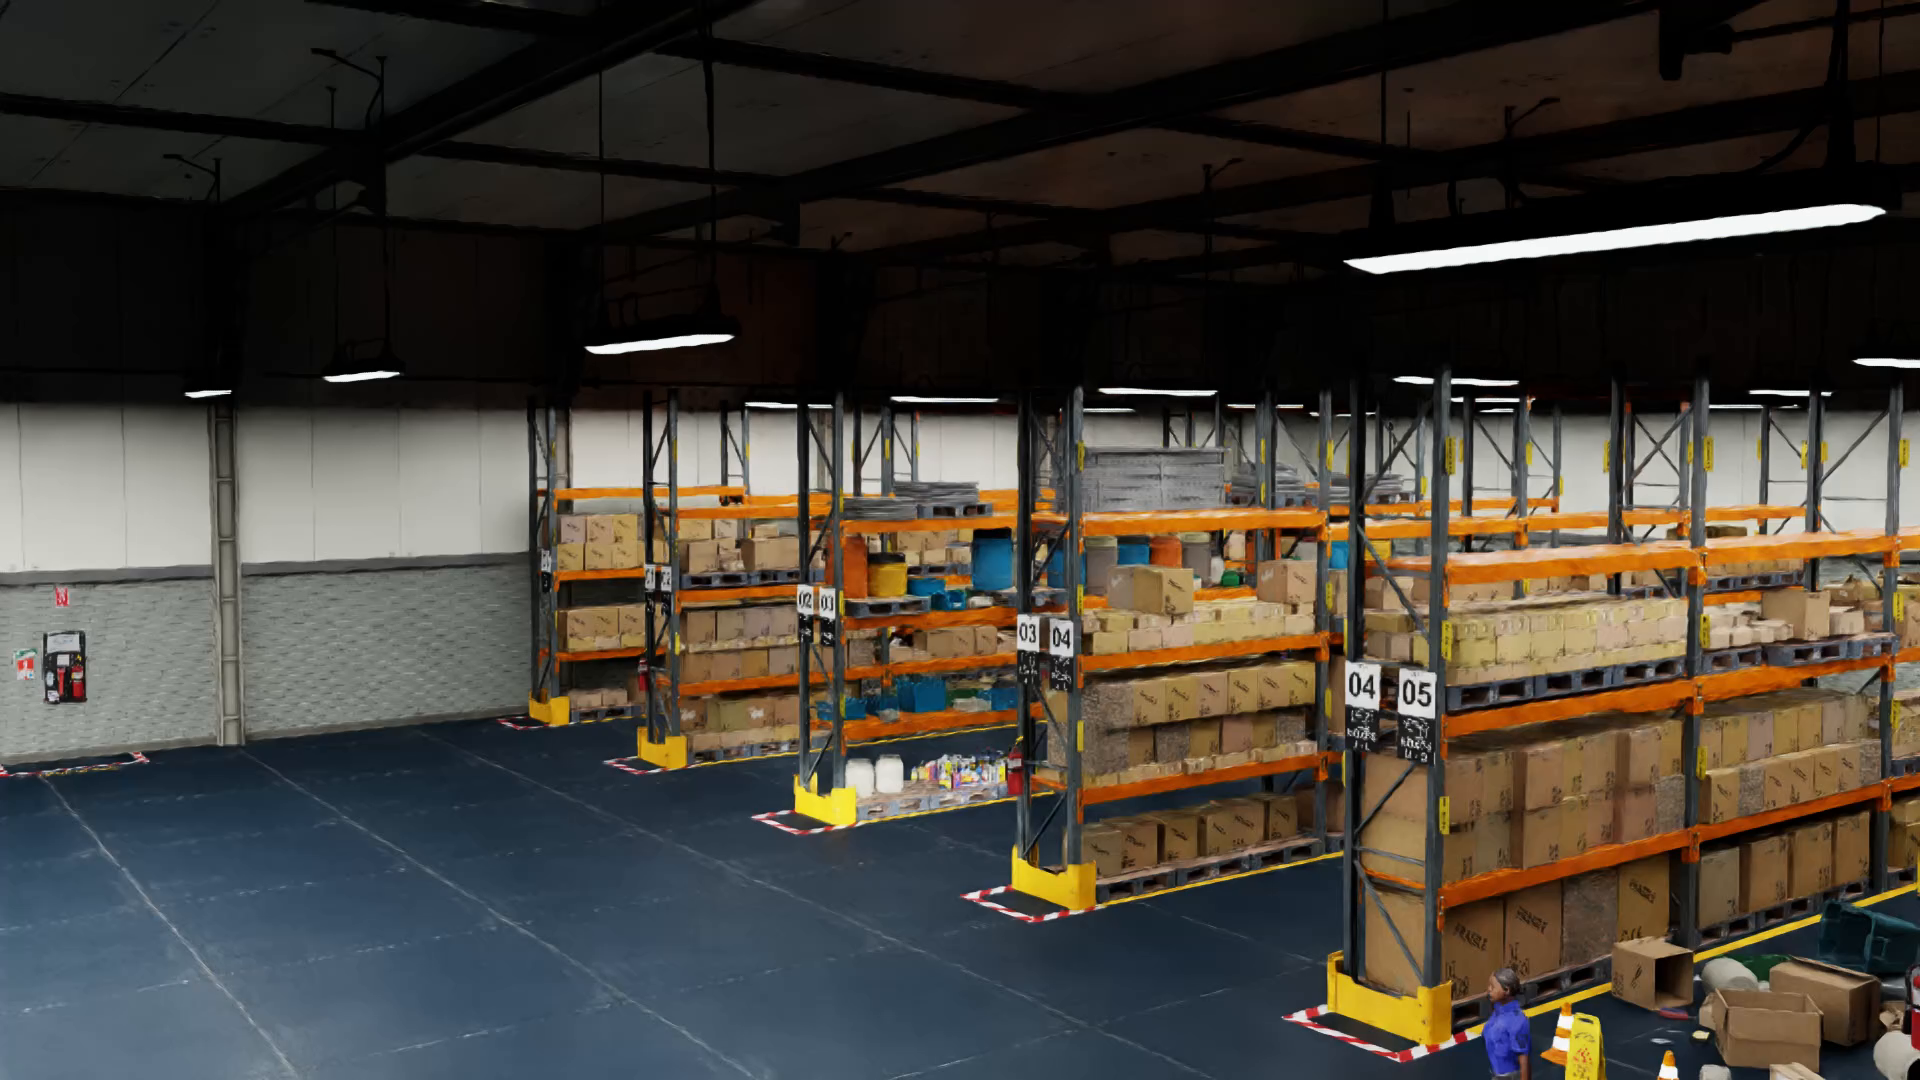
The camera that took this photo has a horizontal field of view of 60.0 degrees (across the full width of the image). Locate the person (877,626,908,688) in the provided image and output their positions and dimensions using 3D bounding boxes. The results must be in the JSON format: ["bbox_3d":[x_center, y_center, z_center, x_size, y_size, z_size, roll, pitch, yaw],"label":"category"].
[{"bbox_3d":[-1.267,2.433,31.663,0.864,1.709,0.719,-3,4,-41],"label":"person"}]

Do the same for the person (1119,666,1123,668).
[{"bbox_3d":[2.707,2.510,30.303,0.809,1.725,0.700,-3,4,-40],"label":"person"}]

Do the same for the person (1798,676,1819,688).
[{"bbox_3d":[15.456,2.567,30.106,0.666,1.655,0.593,1,3,15],"label":"person"}]

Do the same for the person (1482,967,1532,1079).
[{"bbox_3d":[3.739,3.690,11.083,0.480,1.654,0.599,0,3,4],"label":"person"}]
